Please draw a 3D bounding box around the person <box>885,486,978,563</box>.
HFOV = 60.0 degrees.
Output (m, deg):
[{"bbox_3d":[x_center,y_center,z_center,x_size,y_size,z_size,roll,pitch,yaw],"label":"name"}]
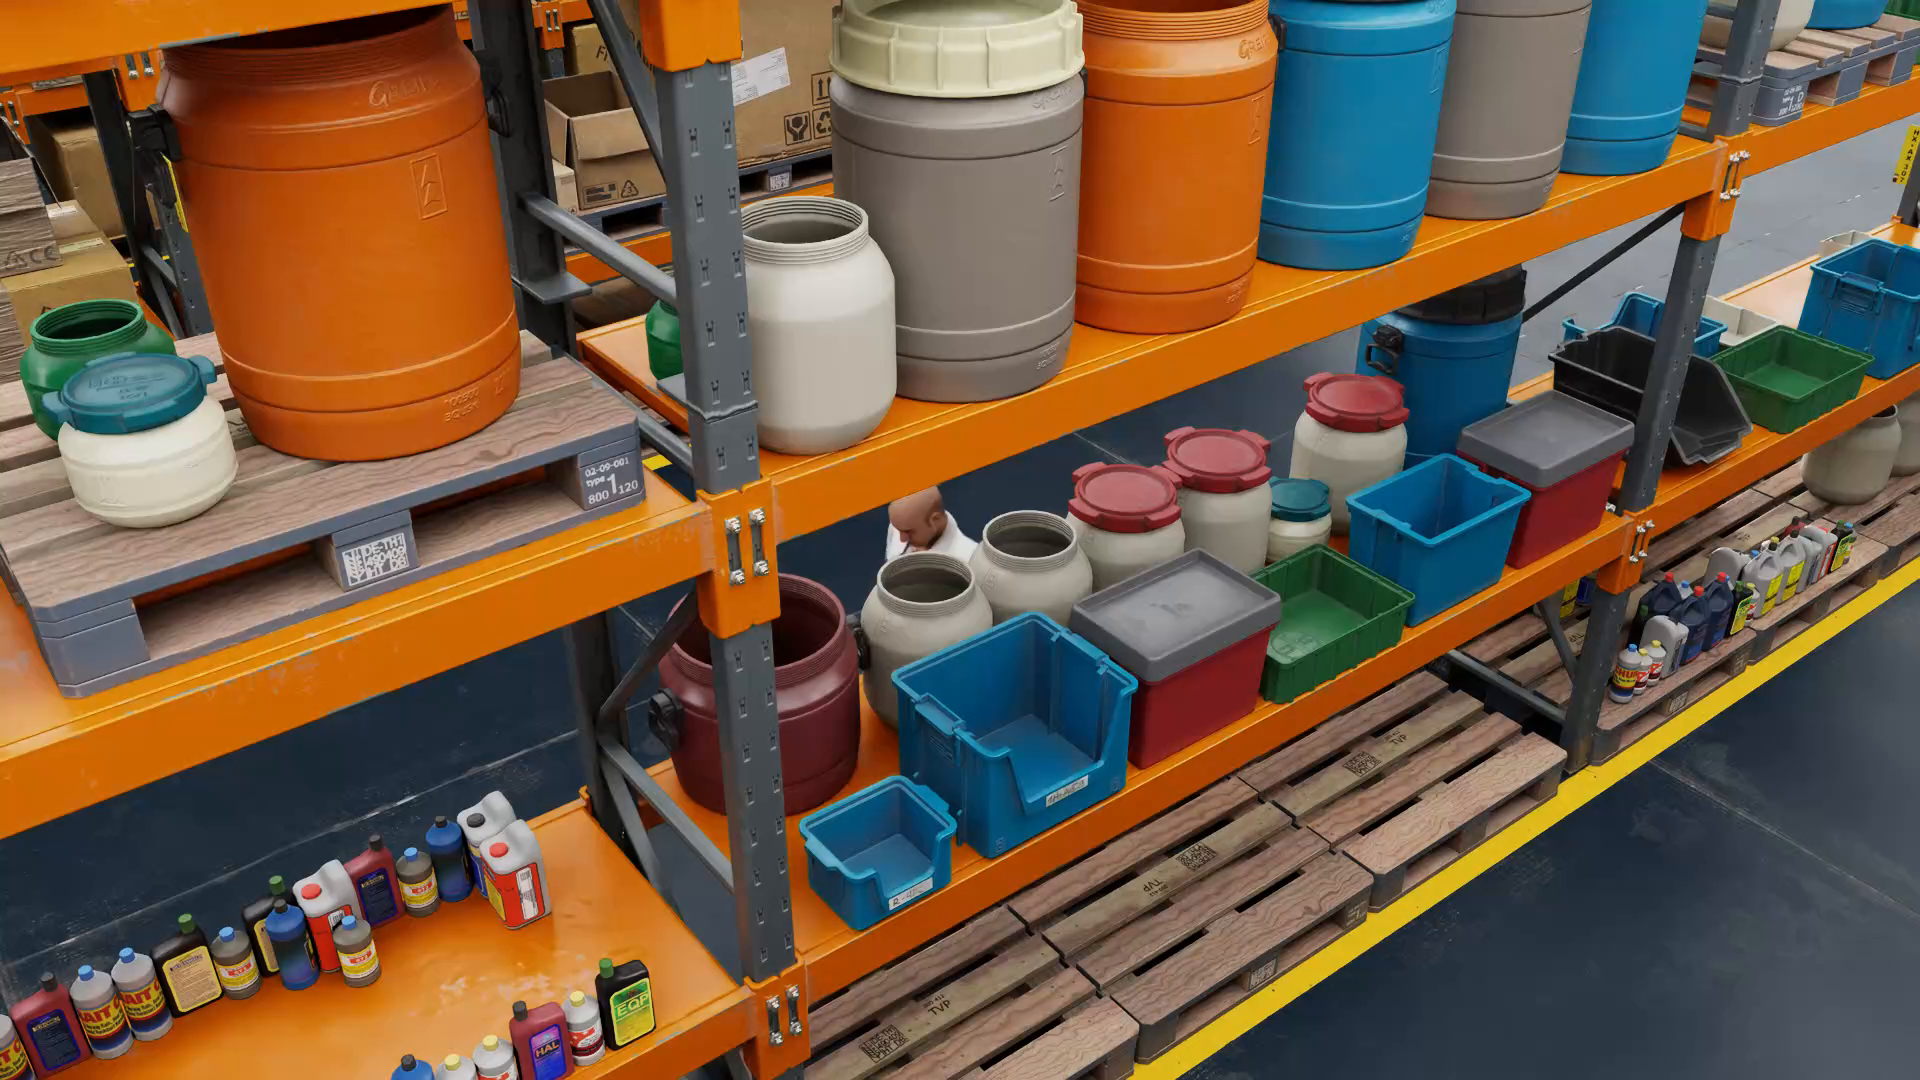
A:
[{"bbox_3d":[-0.113,0.509,6.370,0.403,1.745,0.583,-21,38,-30],"label":"person"}]
